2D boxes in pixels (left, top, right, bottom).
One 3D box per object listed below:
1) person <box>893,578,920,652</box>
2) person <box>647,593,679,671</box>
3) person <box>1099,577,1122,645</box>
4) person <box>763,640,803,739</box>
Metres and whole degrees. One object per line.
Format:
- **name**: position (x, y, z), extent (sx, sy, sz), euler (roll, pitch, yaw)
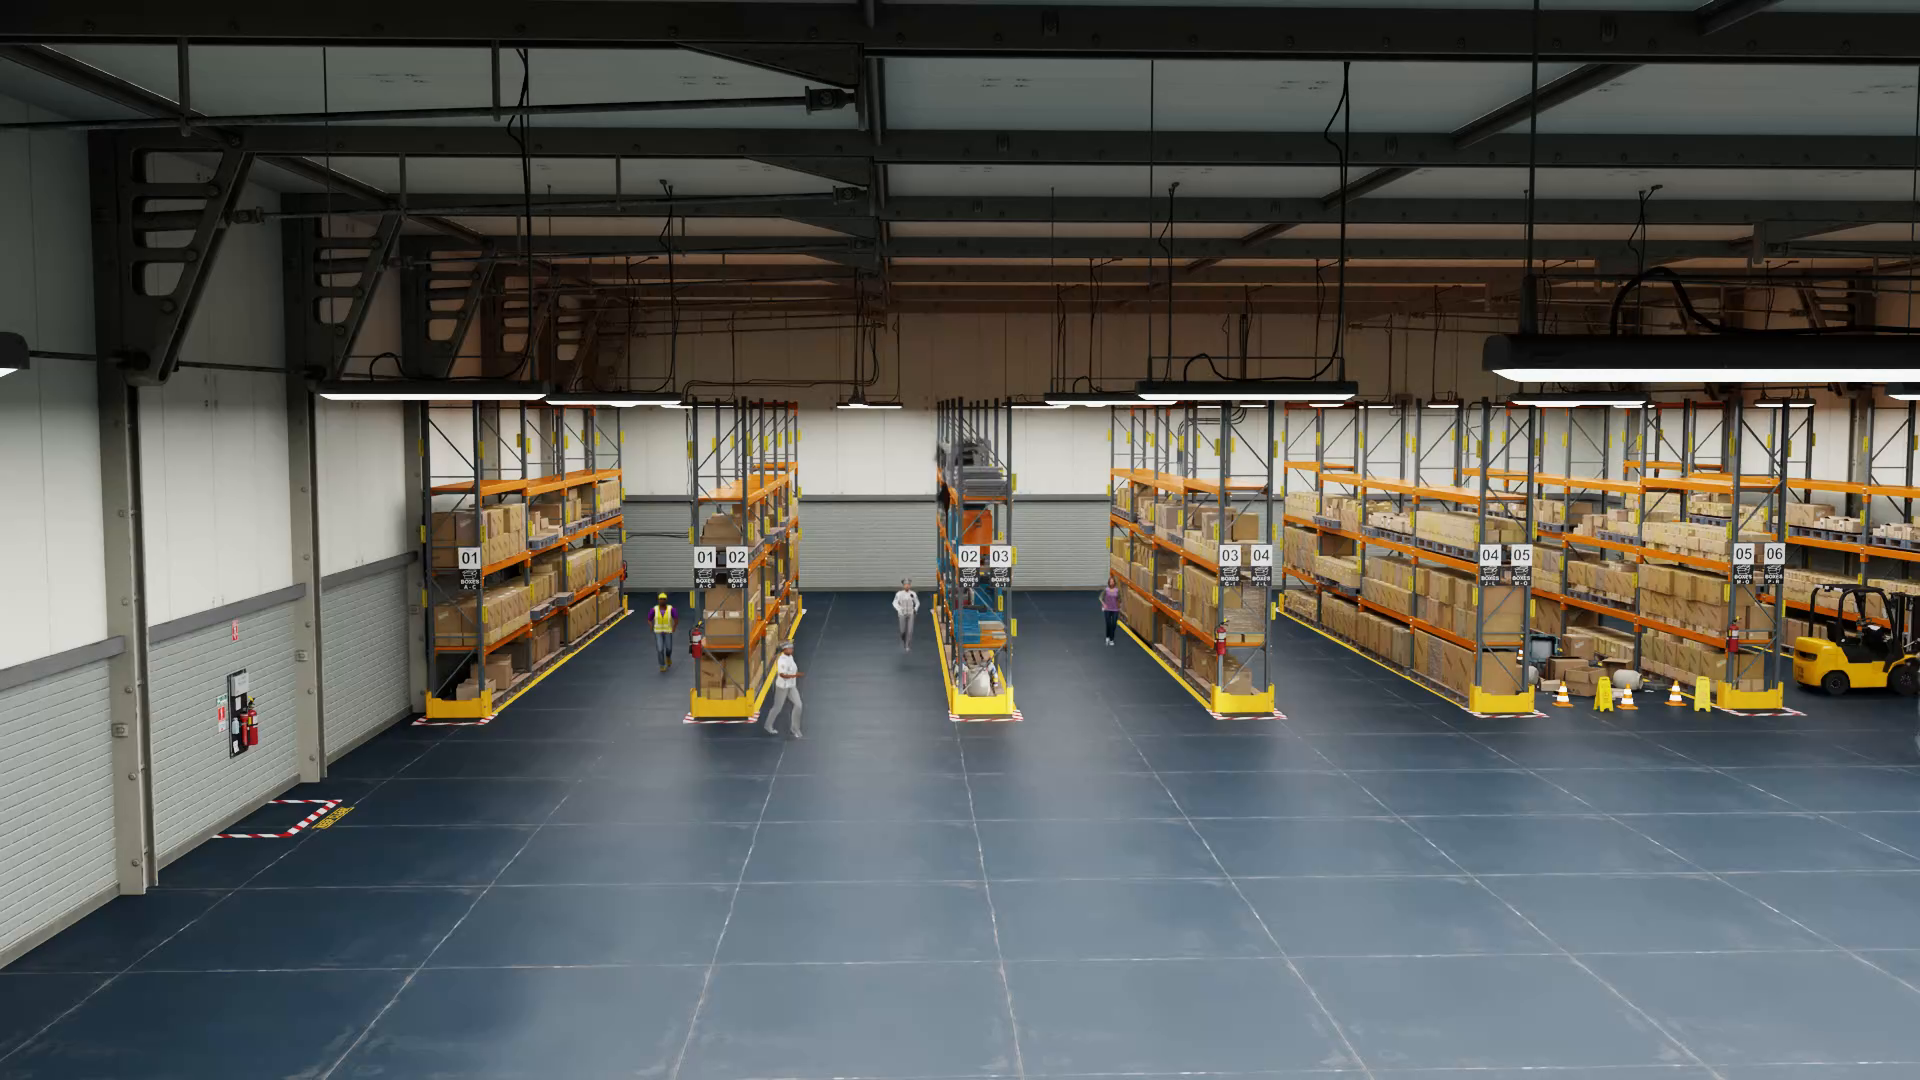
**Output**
- **person**: position (-1.200, 1.692, 37.706), extent (0.615, 1.659, 0.523), euler (-1, 4, -7)
- **person**: position (-6.547, 2.032, 36.661), extent (0.696, 1.718, 0.605), euler (-1, 4, -10)
- **person**: position (3.518, 1.665, 38.641), extent (0.527, 1.593, 0.547), euler (0, 4, -4)
- **person**: position (-3.071, 2.623, 29.229), extent (0.846, 1.749, 0.539), euler (2, 5, 29)
